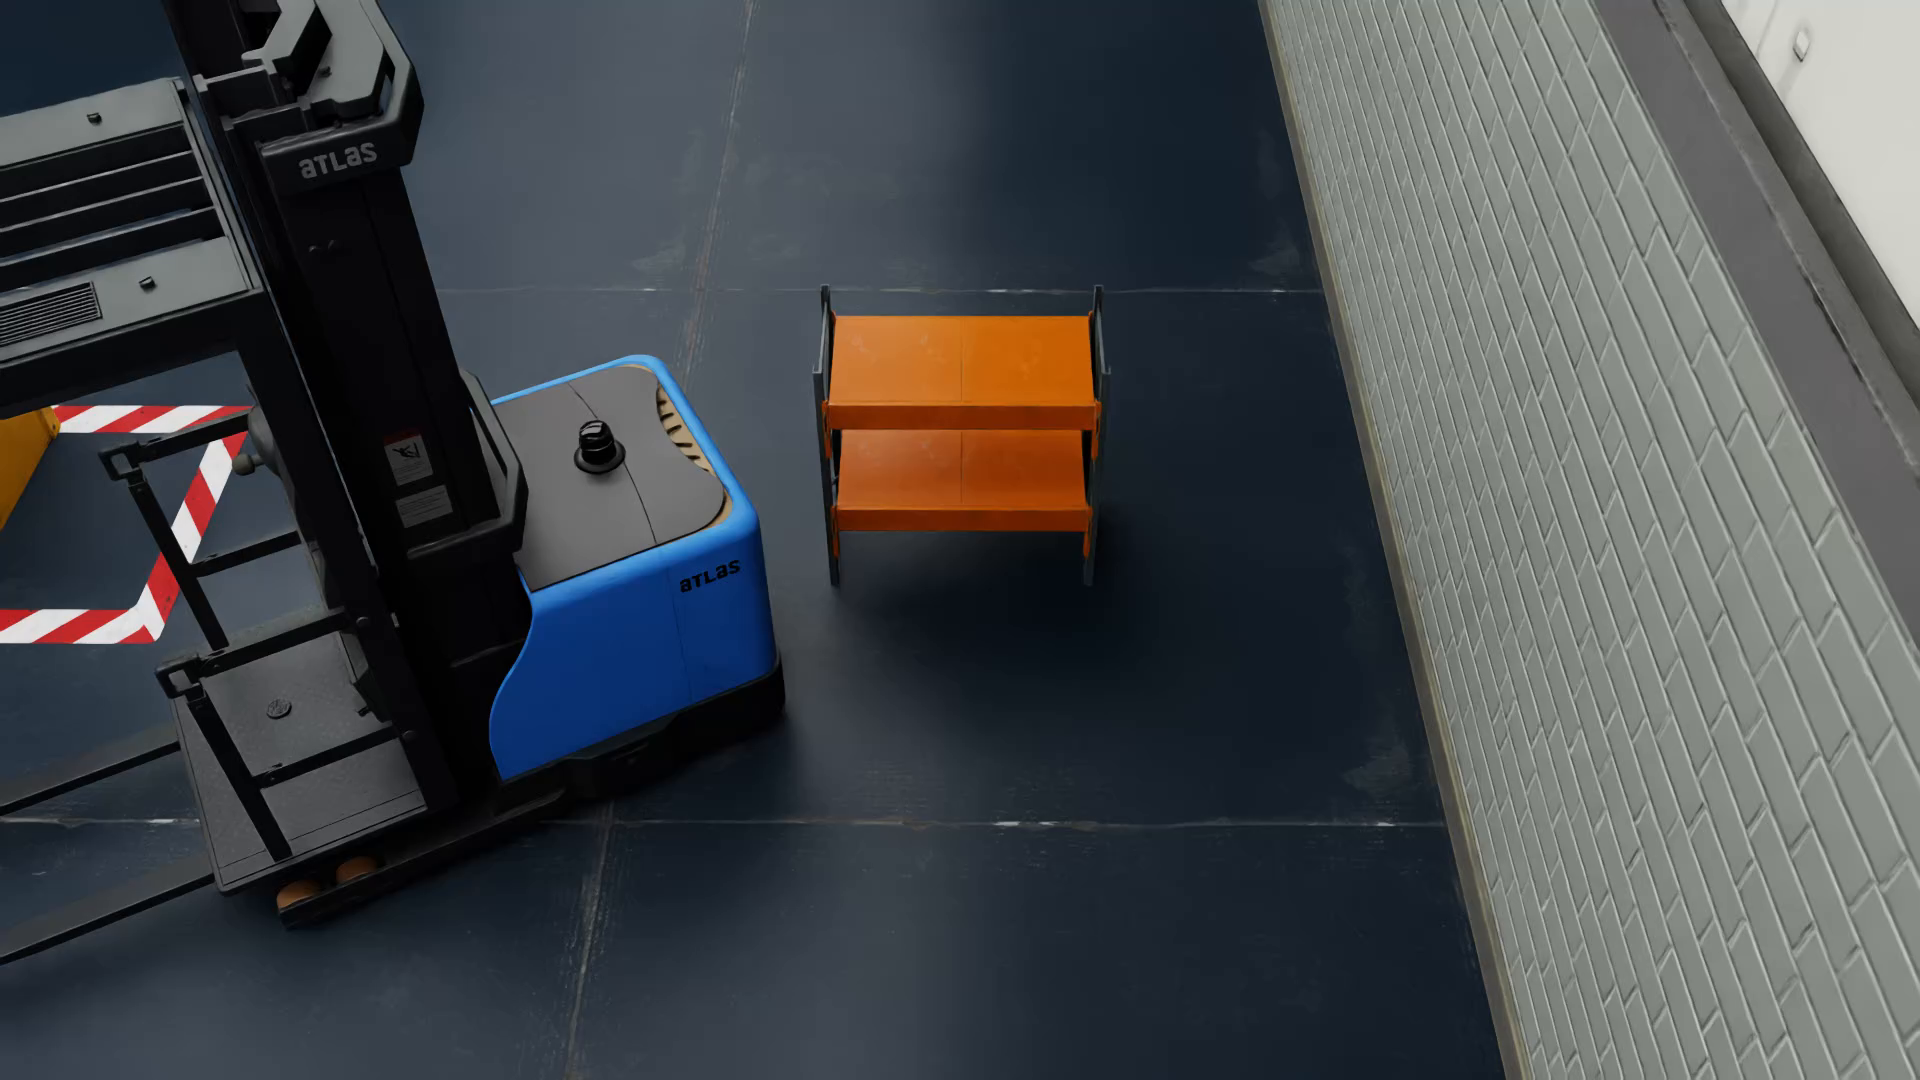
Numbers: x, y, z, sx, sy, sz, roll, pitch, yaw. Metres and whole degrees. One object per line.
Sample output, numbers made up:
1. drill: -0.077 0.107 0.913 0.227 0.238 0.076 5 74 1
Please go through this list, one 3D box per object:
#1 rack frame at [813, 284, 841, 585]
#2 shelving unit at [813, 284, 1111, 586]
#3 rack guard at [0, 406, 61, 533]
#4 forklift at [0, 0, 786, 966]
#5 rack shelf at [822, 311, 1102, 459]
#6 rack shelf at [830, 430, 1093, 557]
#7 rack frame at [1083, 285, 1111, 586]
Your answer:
1. rack frame: -0.502 -0.385 6.420 0.032 1.125 0.500 0 47 0
2. shelving unit: 0.007 -0.383 6.419 1.048 1.125 0.538 0 47 0
3. rack guard: -4.115 -0.276 6.746 0.348 0.500 1.175 0 47 0
4. forklift: -2.194 -0.143 4.962 3.031 2.935 1.130 -21 51 -19
5. rack shelf: 0.007 -0.583 6.205 1.000 0.278 0.538 0 47 0
6. rack shelf: 0.007 -0.217 6.598 1.000 0.278 0.538 0 47 0
7. rack frame: 0.515 -0.382 6.418 0.032 1.125 0.500 0 47 0
